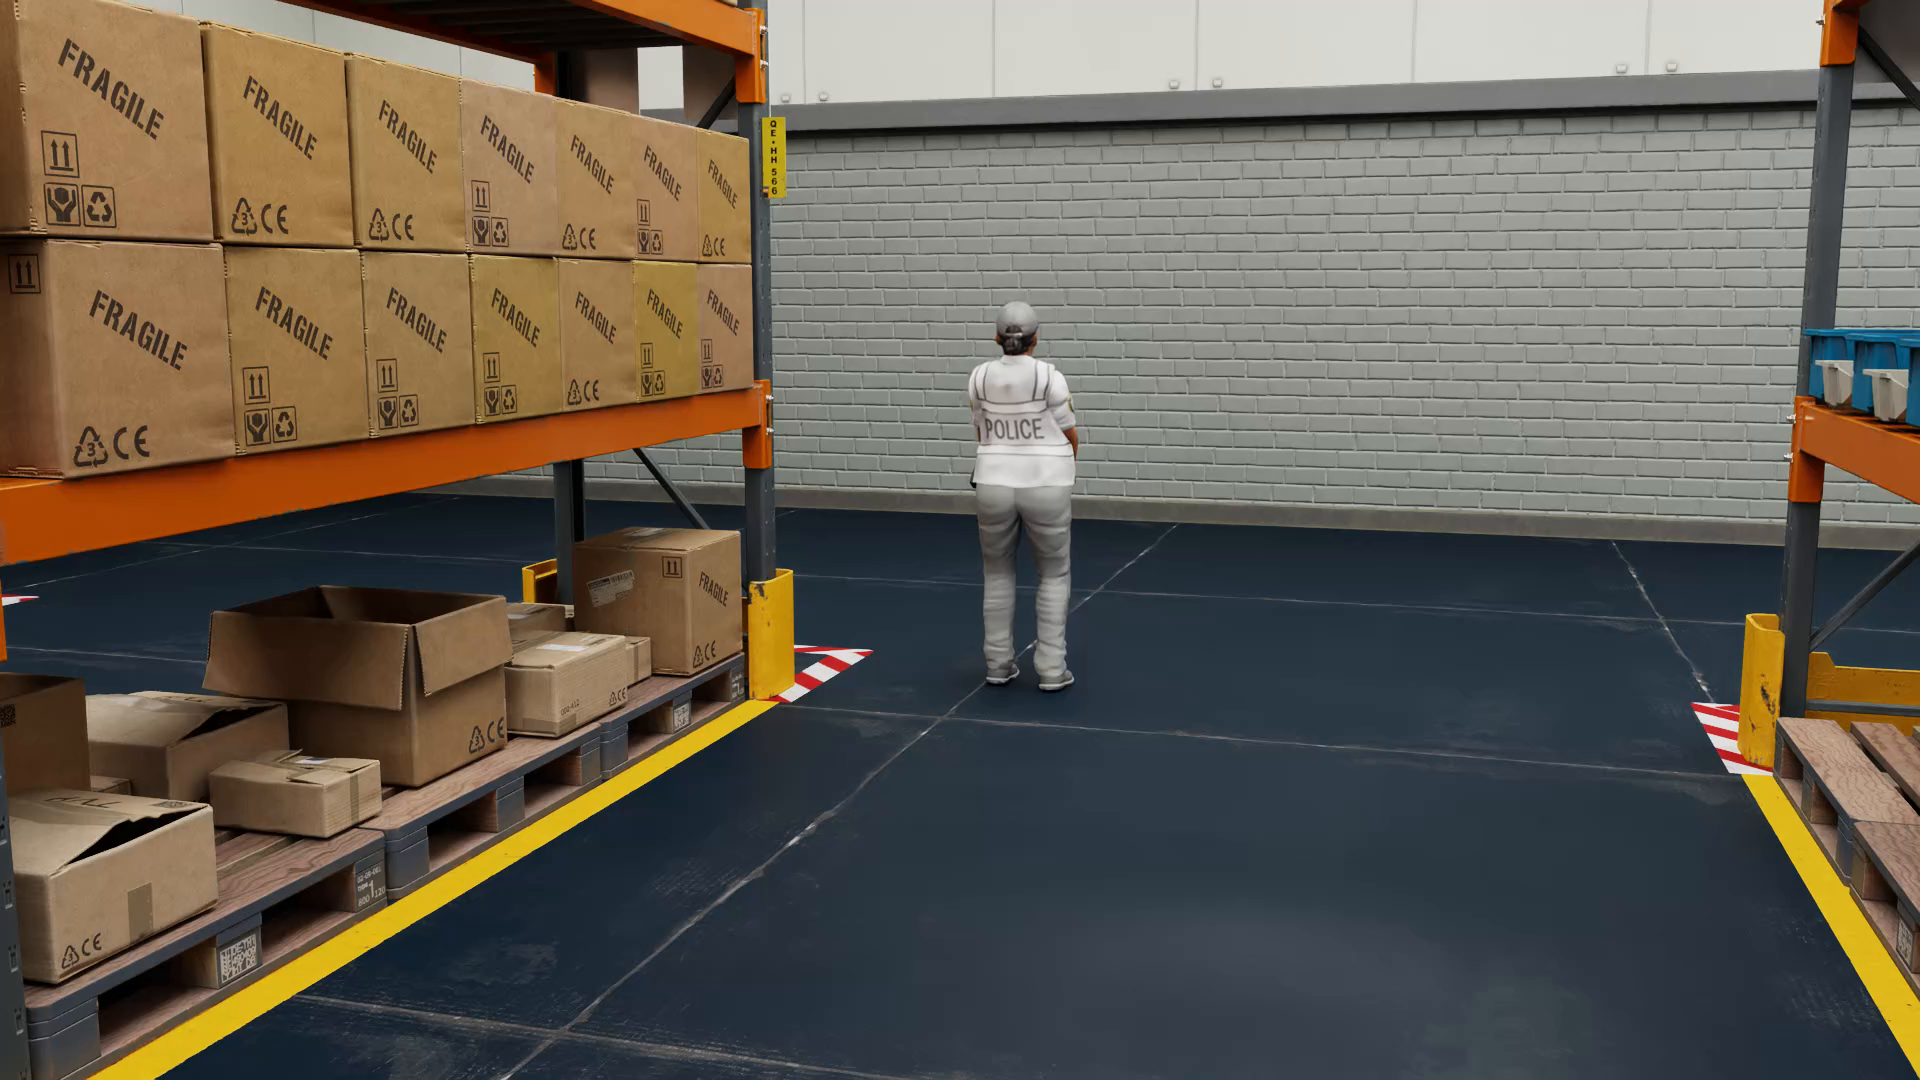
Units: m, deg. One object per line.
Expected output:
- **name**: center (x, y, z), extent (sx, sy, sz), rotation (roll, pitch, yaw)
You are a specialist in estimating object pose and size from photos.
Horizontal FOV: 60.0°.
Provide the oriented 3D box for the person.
- **person**: center (0.289, -0.195, 7.179), extent (0.454, 1.655, 0.535), rotation (3, 9, 17)
